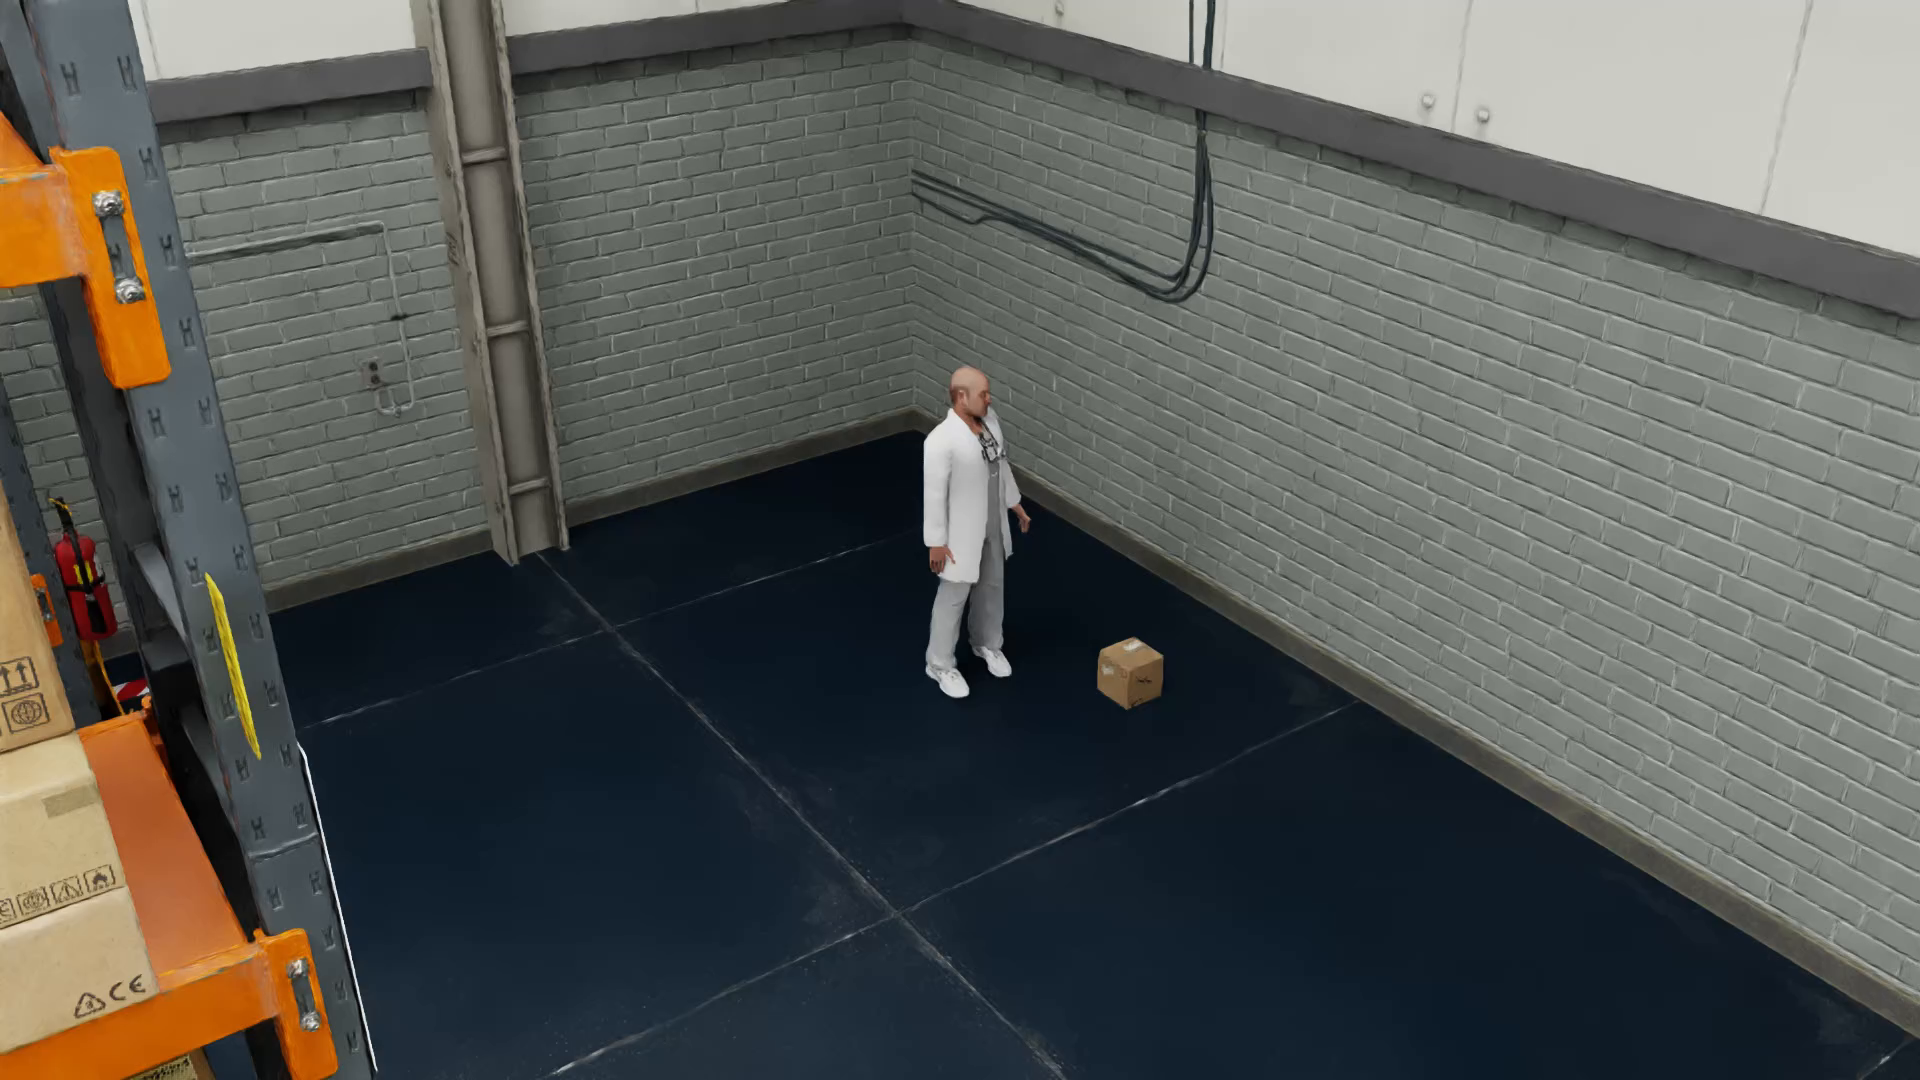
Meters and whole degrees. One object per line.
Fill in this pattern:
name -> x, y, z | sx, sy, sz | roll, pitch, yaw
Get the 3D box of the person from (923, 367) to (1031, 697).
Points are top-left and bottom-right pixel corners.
person -> 0.080, -0.055, 8.718 | 0.432, 1.758, 0.647 | 20, 34, 32
